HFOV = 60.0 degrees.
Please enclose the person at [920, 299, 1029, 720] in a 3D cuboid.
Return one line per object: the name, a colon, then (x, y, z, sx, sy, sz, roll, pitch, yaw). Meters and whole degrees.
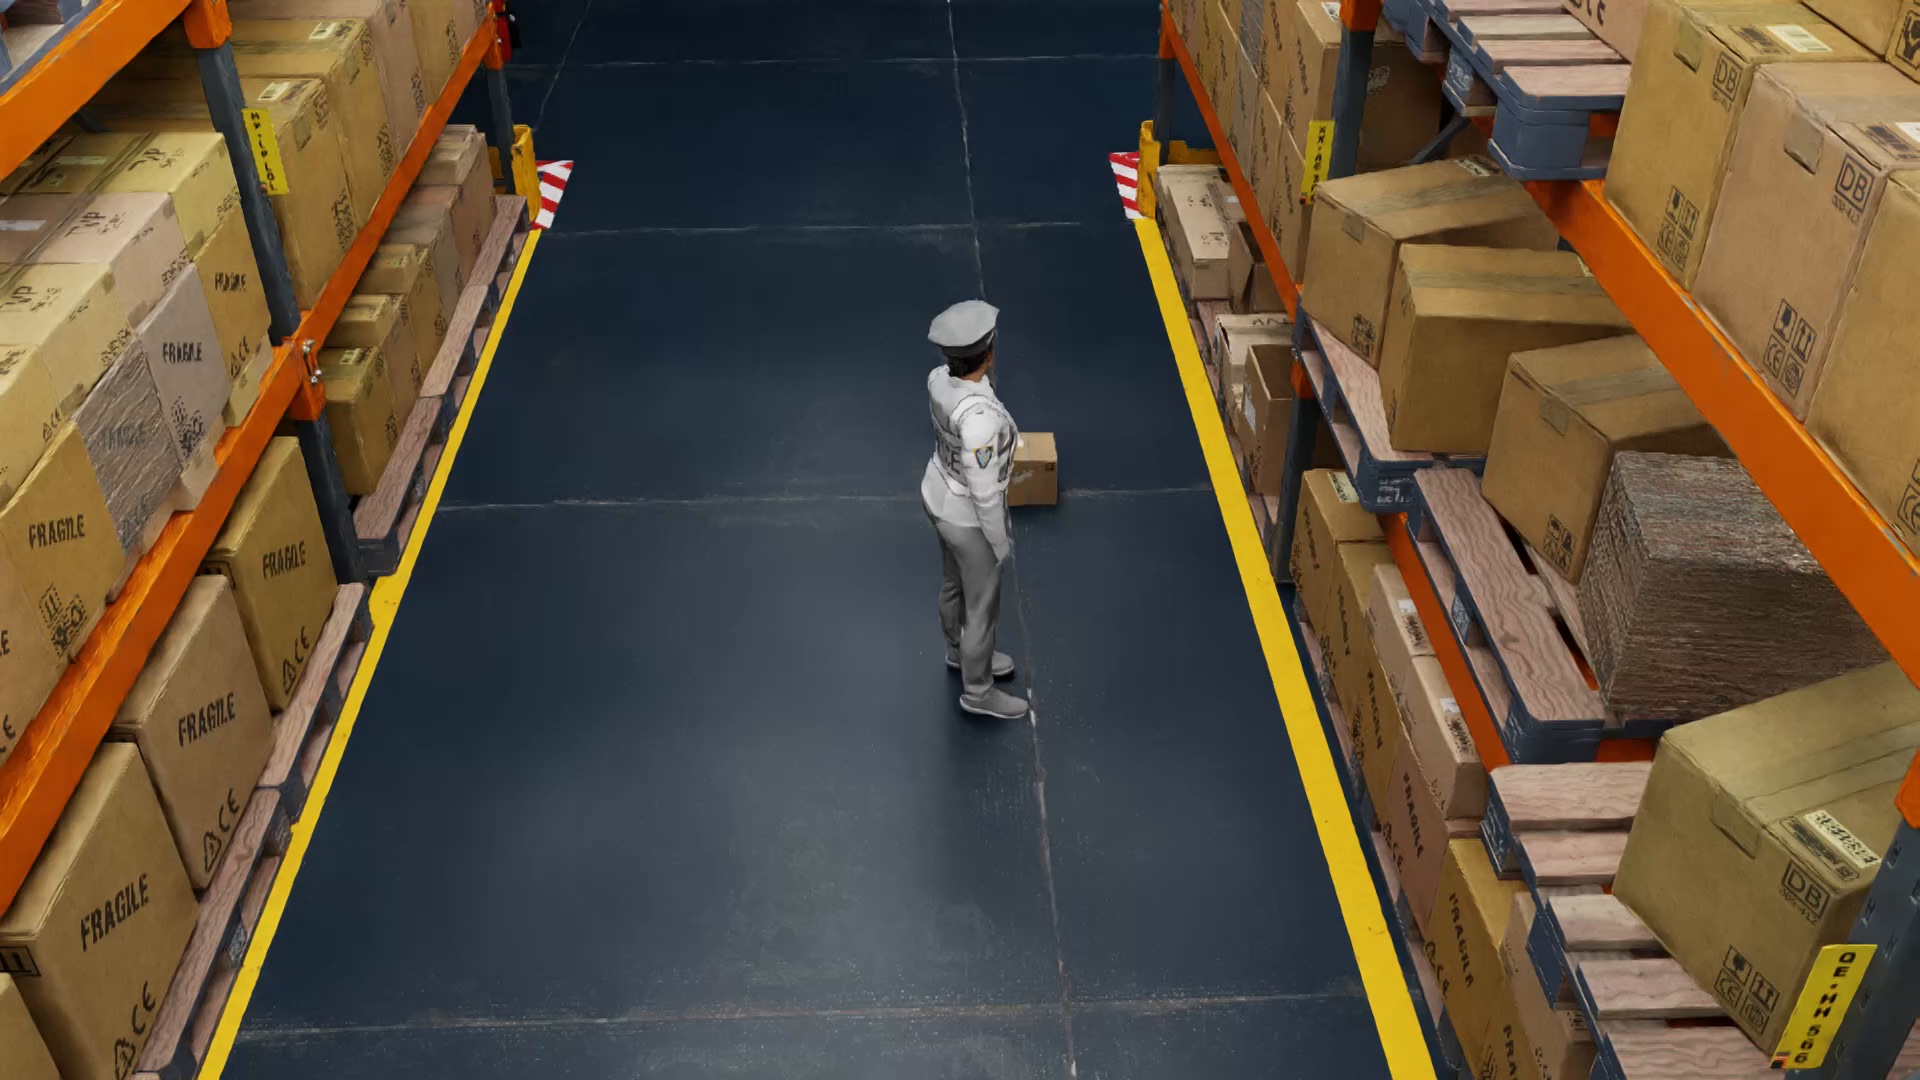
person: (0.054, -0.093, 6.264, 0.375, 1.713, 0.527, -12, 37, -16)
